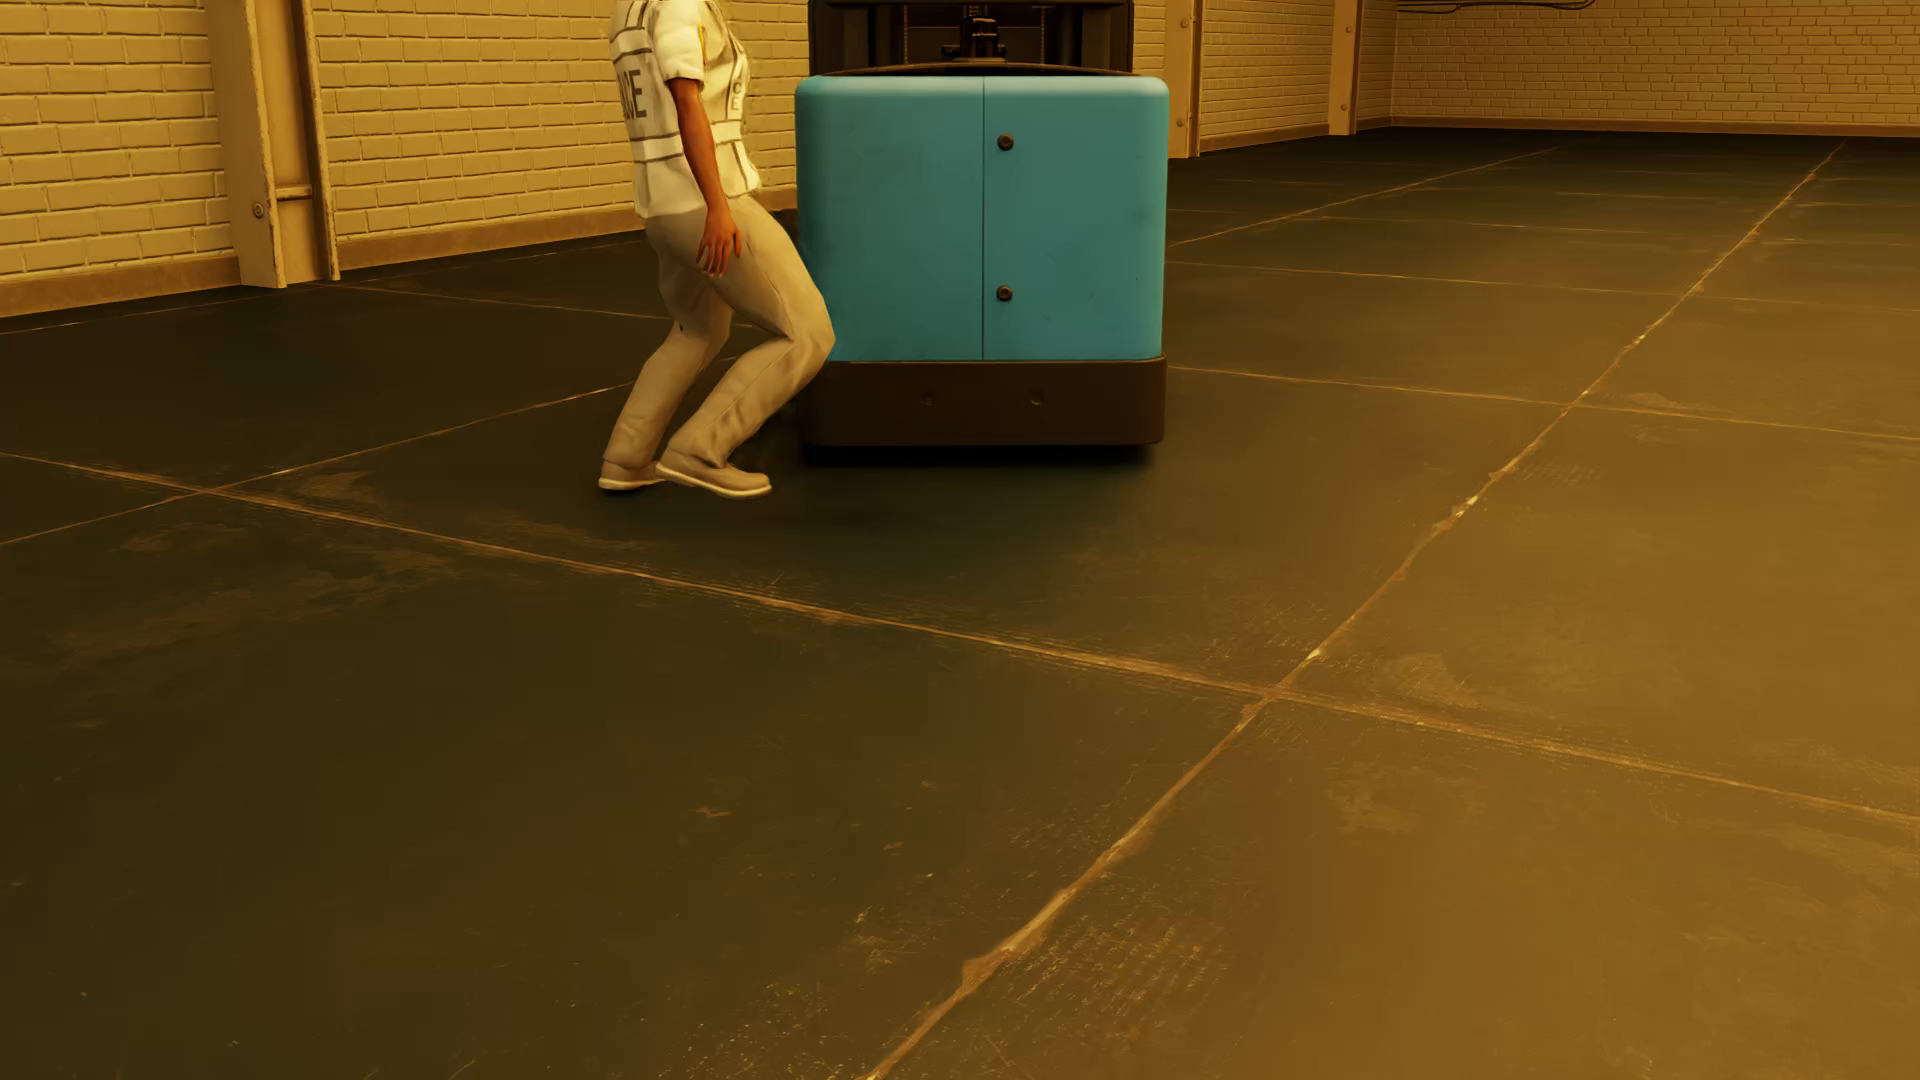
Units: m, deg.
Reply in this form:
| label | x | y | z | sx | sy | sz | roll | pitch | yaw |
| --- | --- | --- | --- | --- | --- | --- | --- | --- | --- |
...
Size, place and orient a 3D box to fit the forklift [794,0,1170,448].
| label | x | y | z | sx | sy | sz | roll | pitch | yaw |
| --- | --- | --- | --- | --- | --- | --- | --- | --- | --- |
| forklift | 0.031 | -2.029 | 5.742 | 1.130 | 2.935 | 3.031 | 0 | 16 | -1 |

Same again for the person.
| label | x | y | z | sx | sy | sz | roll | pitch | yaw |
| --- | --- | --- | --- | --- | --- | --- | --- | --- | --- |
| person | -0.649 | -0.835 | 4.162 | 0.540 | 1.566 | 0.835 | -6 | 17 | -19 |
